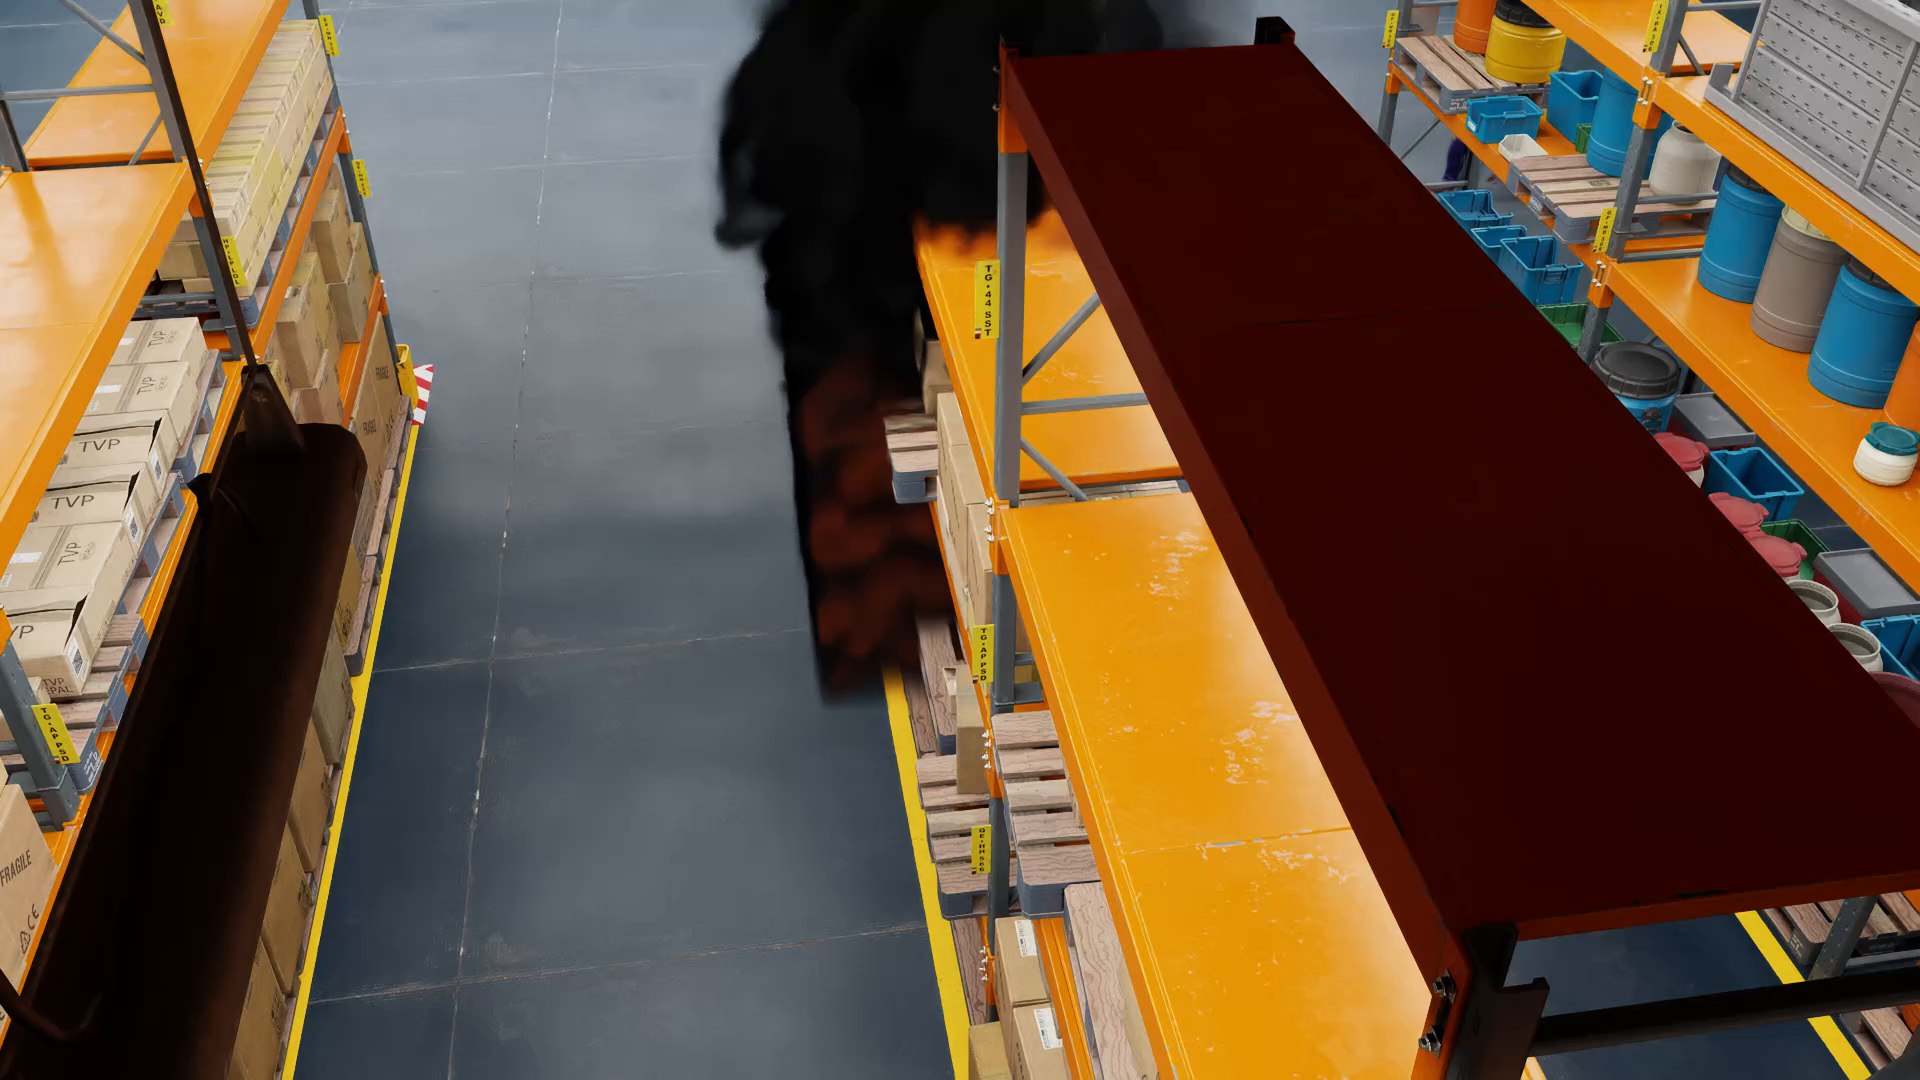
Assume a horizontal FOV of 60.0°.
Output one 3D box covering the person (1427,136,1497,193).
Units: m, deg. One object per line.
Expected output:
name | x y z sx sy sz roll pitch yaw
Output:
person | 5.722 -4.597 18.347 0.849 1.640 0.607 7 37 9

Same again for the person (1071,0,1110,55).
person | 1.632 -5.901 20.031 0.662 1.747 0.690 11 38 14
